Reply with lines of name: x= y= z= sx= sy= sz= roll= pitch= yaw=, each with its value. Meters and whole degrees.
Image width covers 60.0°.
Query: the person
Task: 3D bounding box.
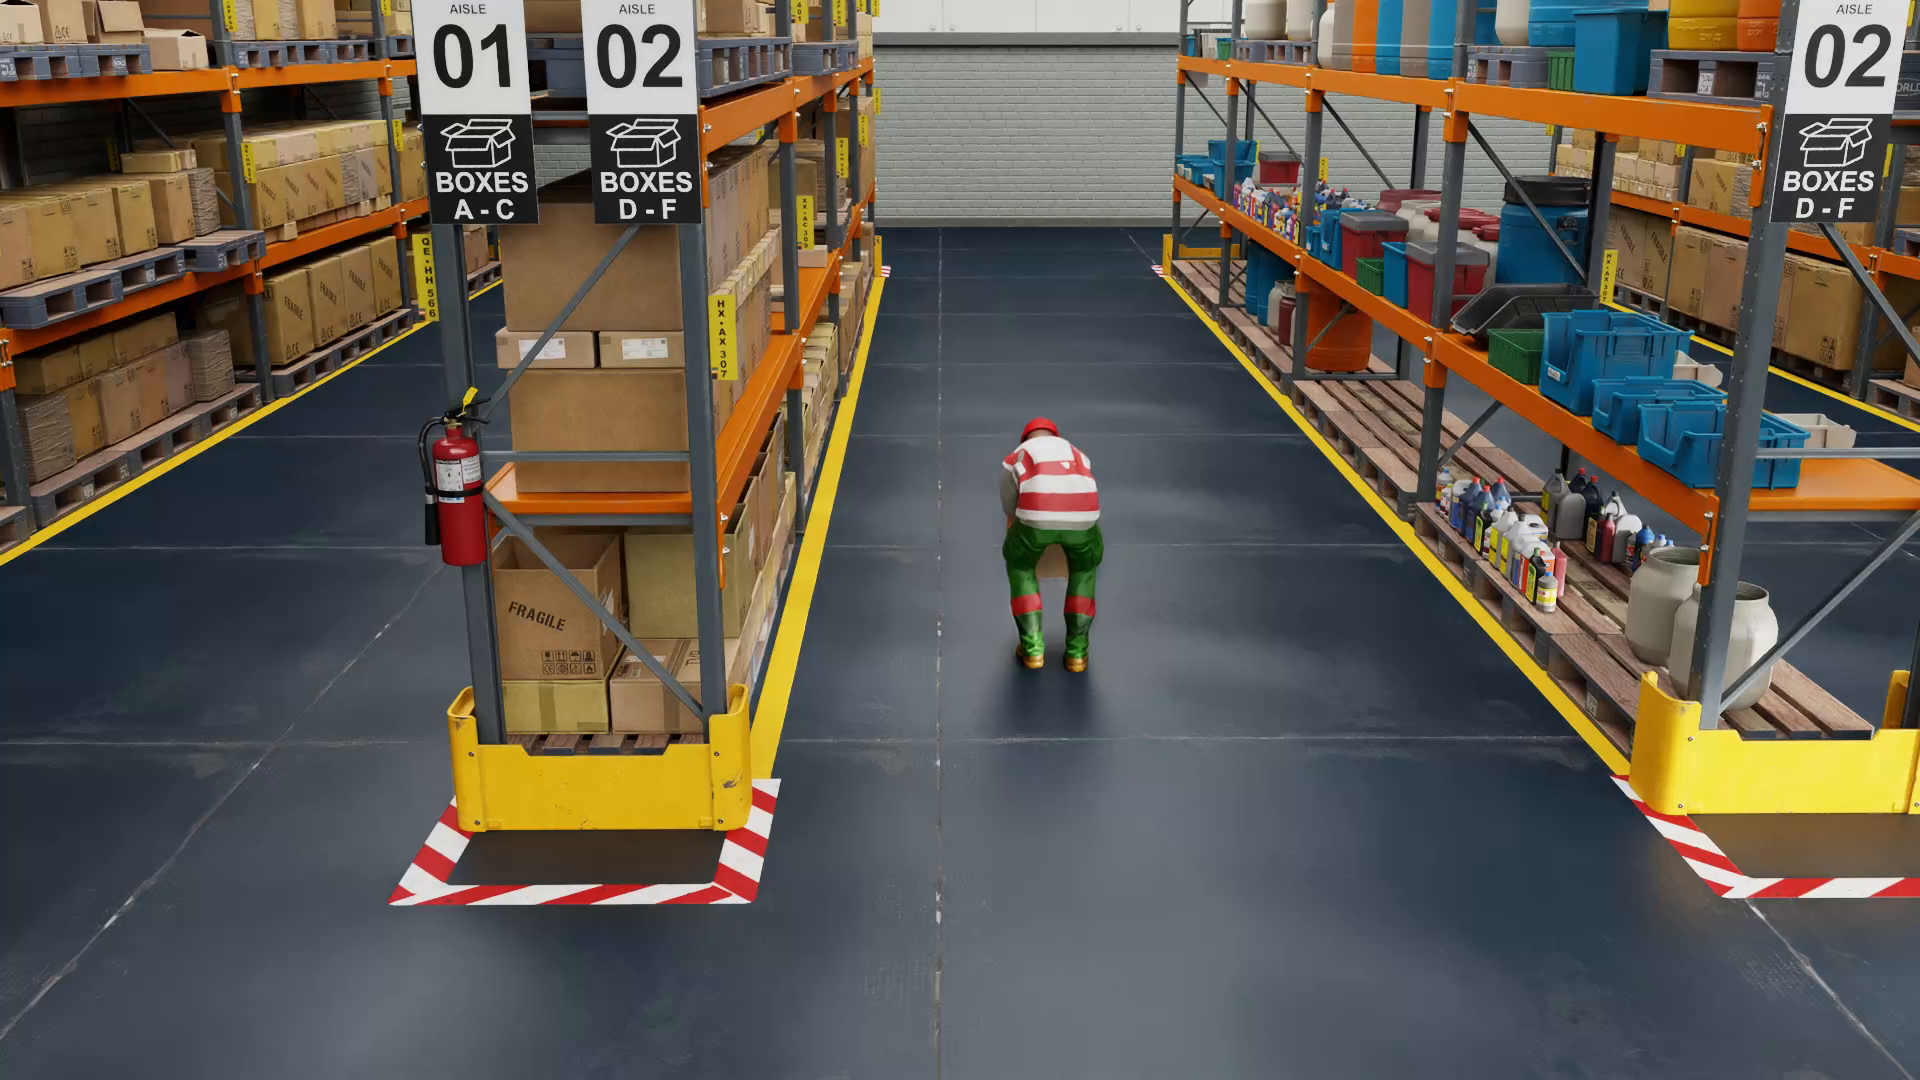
person: x=0.460 y=0.017 z=8.523 sx=0.509 sy=1.157 sz=0.947 roll=-1 pitch=17 yaw=-3
